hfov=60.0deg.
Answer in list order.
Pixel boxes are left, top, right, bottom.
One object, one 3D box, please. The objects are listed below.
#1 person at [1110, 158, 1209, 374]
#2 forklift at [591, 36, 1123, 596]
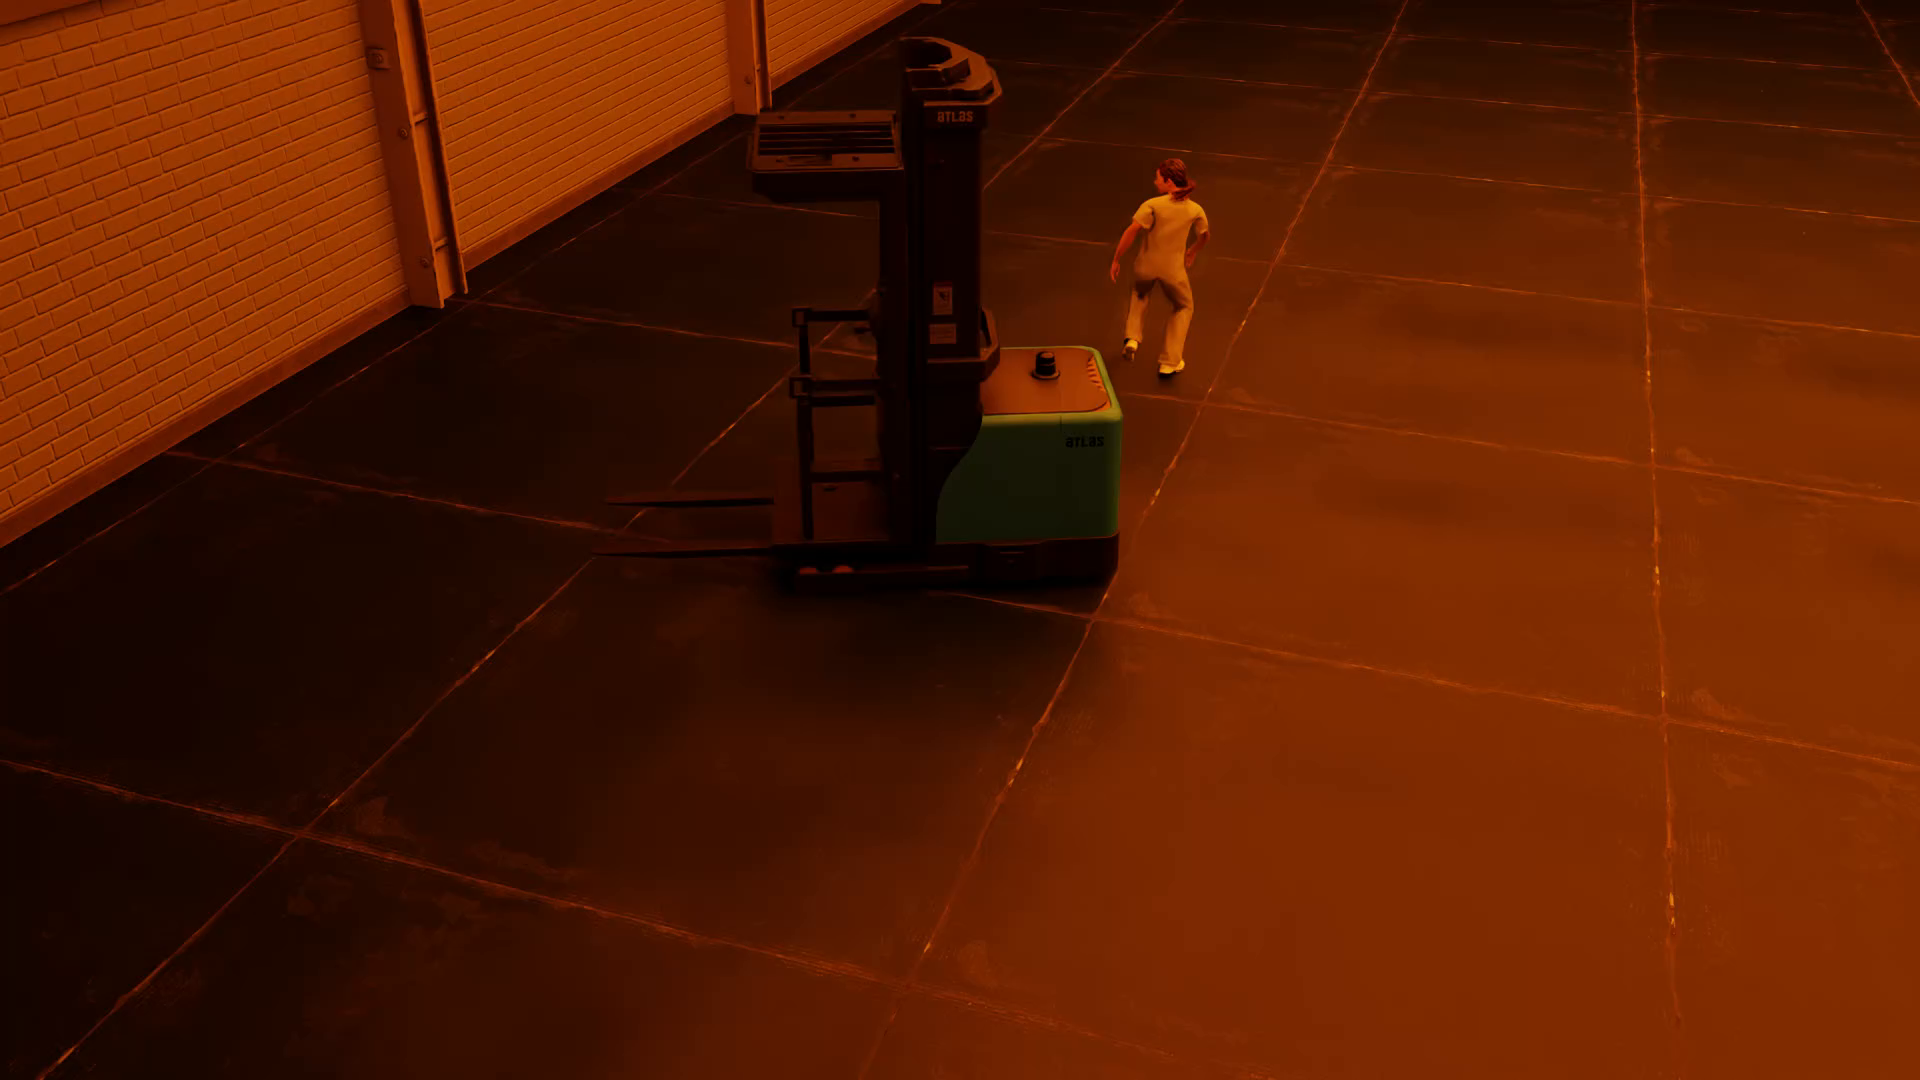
[{"bbox_3d":[1.434,-1.968,11.955,0.666,1.587,0.601,5,30,9],"label":"person"},{"bbox_3d":[-0.626,-1.224,9.284,3.031,2.935,1.130,-2,30,-4],"label":"forklift"}]
